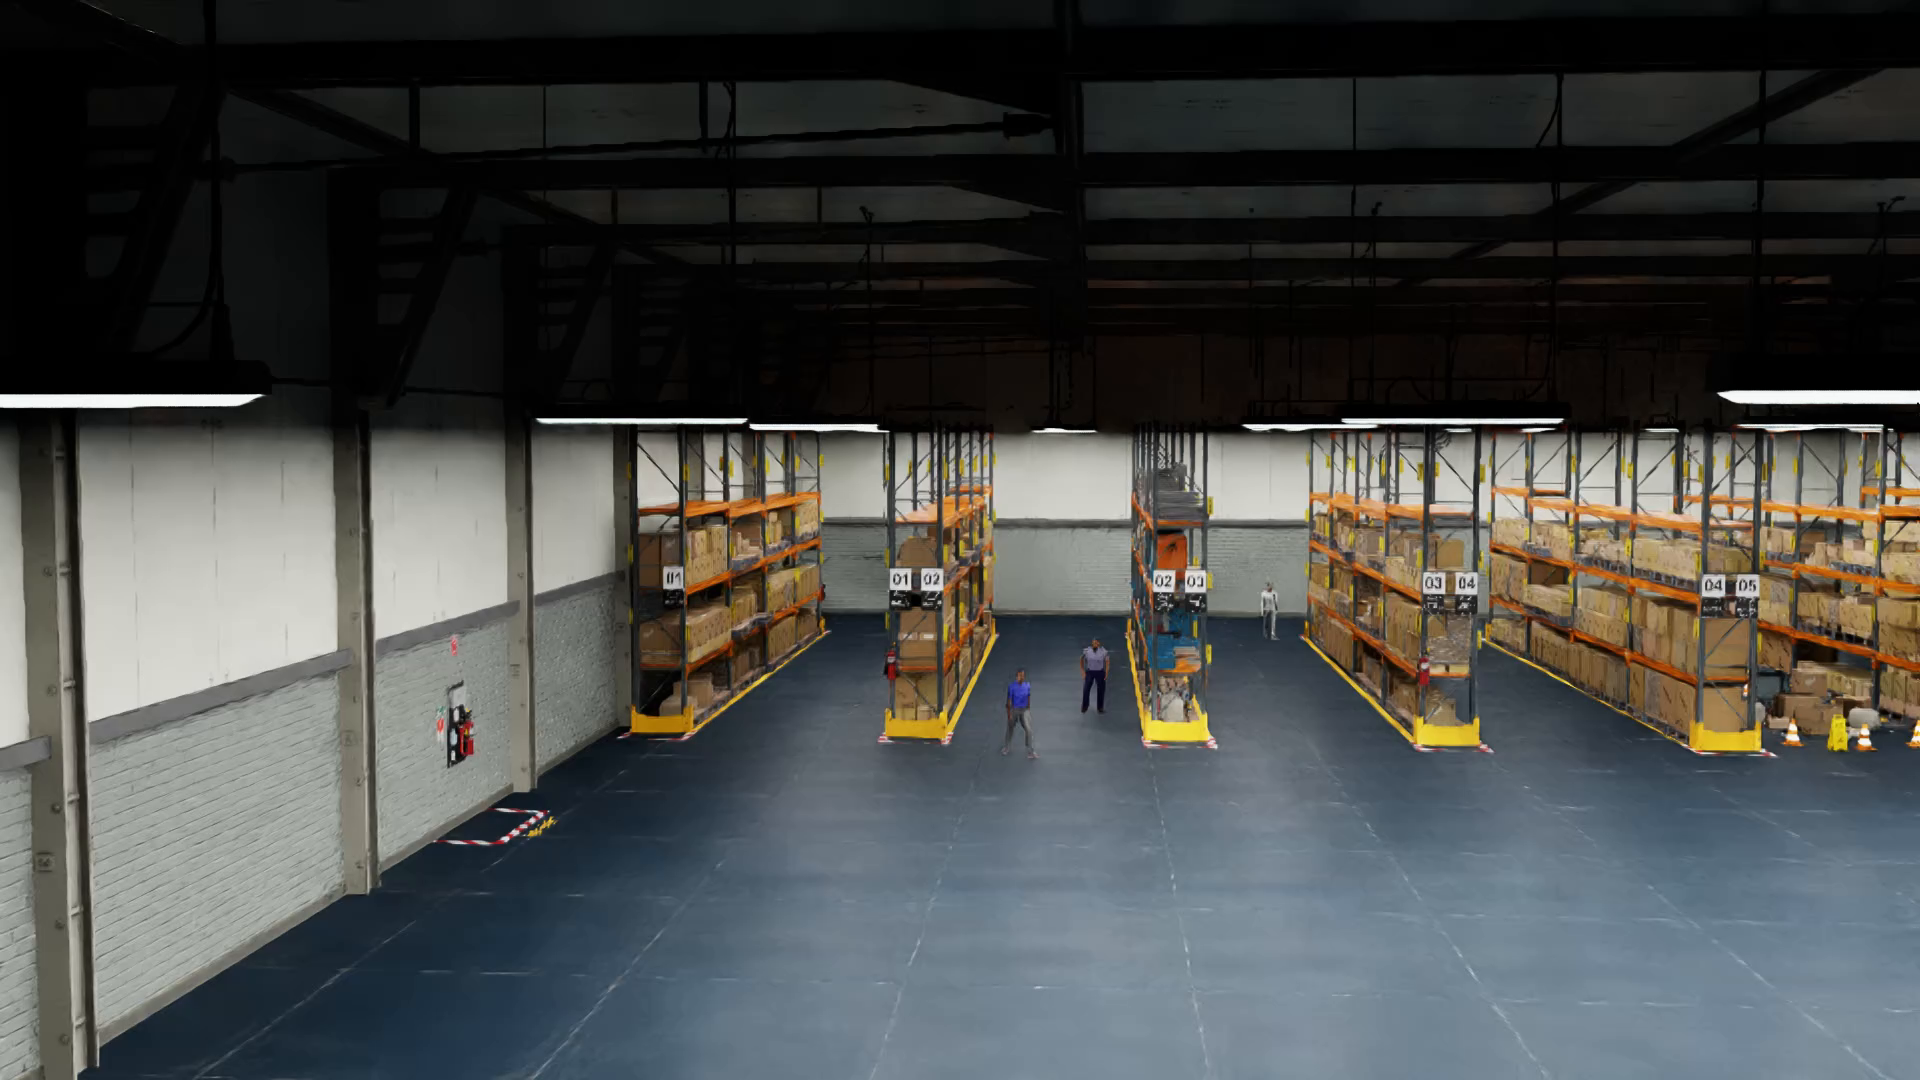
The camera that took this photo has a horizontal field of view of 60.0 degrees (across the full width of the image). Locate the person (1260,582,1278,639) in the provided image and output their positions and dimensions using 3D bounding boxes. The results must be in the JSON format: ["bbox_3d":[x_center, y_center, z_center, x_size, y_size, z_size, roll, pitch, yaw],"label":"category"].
[{"bbox_3d":[8.691,1.951,46.762,0.495,1.589,1.086,0,4,7],"label":"person"}]

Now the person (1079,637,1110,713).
[{"bbox_3d":[2.771,2.766,34.249,0.625,1.596,0.517,0,4,2],"label":"person"}]

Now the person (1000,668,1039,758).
[{"bbox_3d":[1.045,3.055,29.512,0.490,1.606,0.938,-1,4,-19],"label":"person"}]
